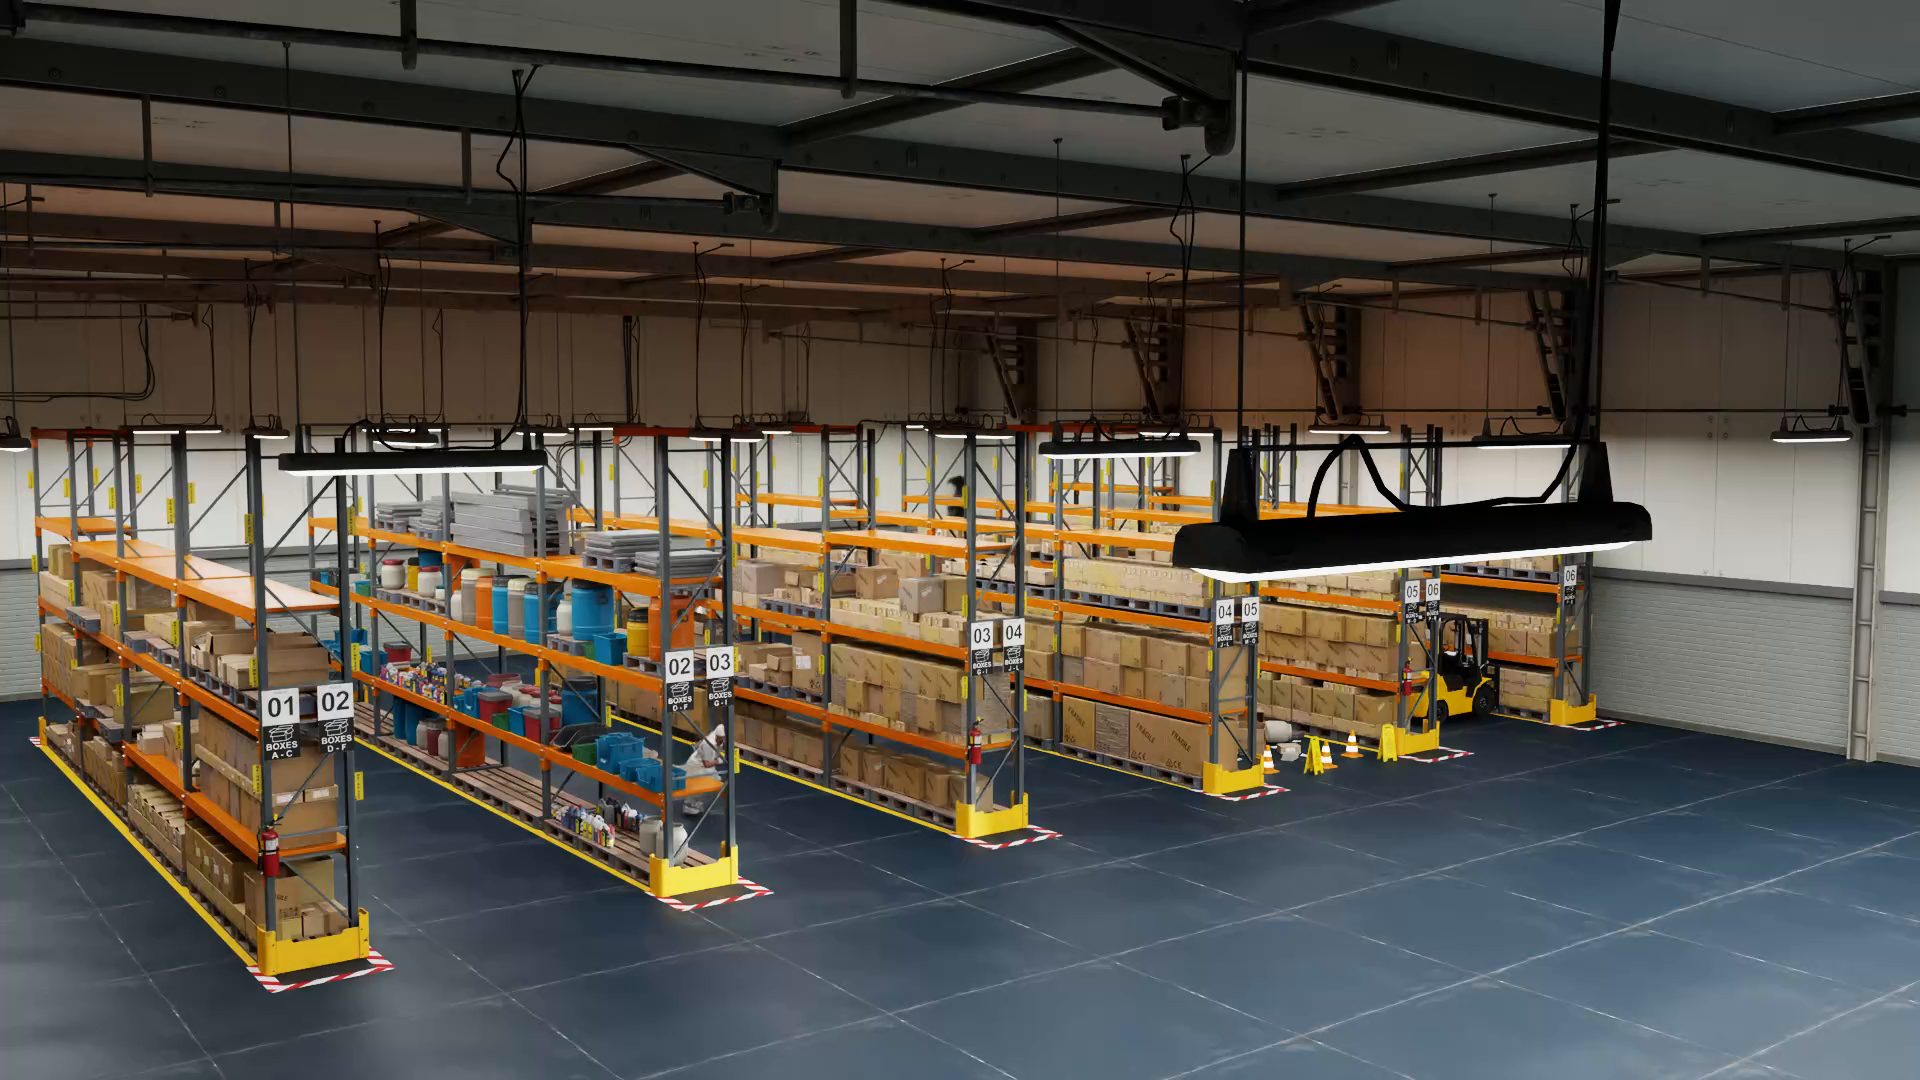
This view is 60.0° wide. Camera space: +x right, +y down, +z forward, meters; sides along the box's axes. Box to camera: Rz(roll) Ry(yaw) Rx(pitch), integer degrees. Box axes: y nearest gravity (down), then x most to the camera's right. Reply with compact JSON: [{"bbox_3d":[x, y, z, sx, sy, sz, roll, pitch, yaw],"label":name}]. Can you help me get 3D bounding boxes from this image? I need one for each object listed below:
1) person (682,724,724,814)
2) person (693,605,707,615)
[{"bbox_3d":[-3.908,3.553,25.746,1.001,1.478,0.672,2,5,24],"label":"person"},{"bbox_3d":[-6.591,2.216,41.262,0.644,1.799,0.720,-1,5,-14],"label":"person"}]
